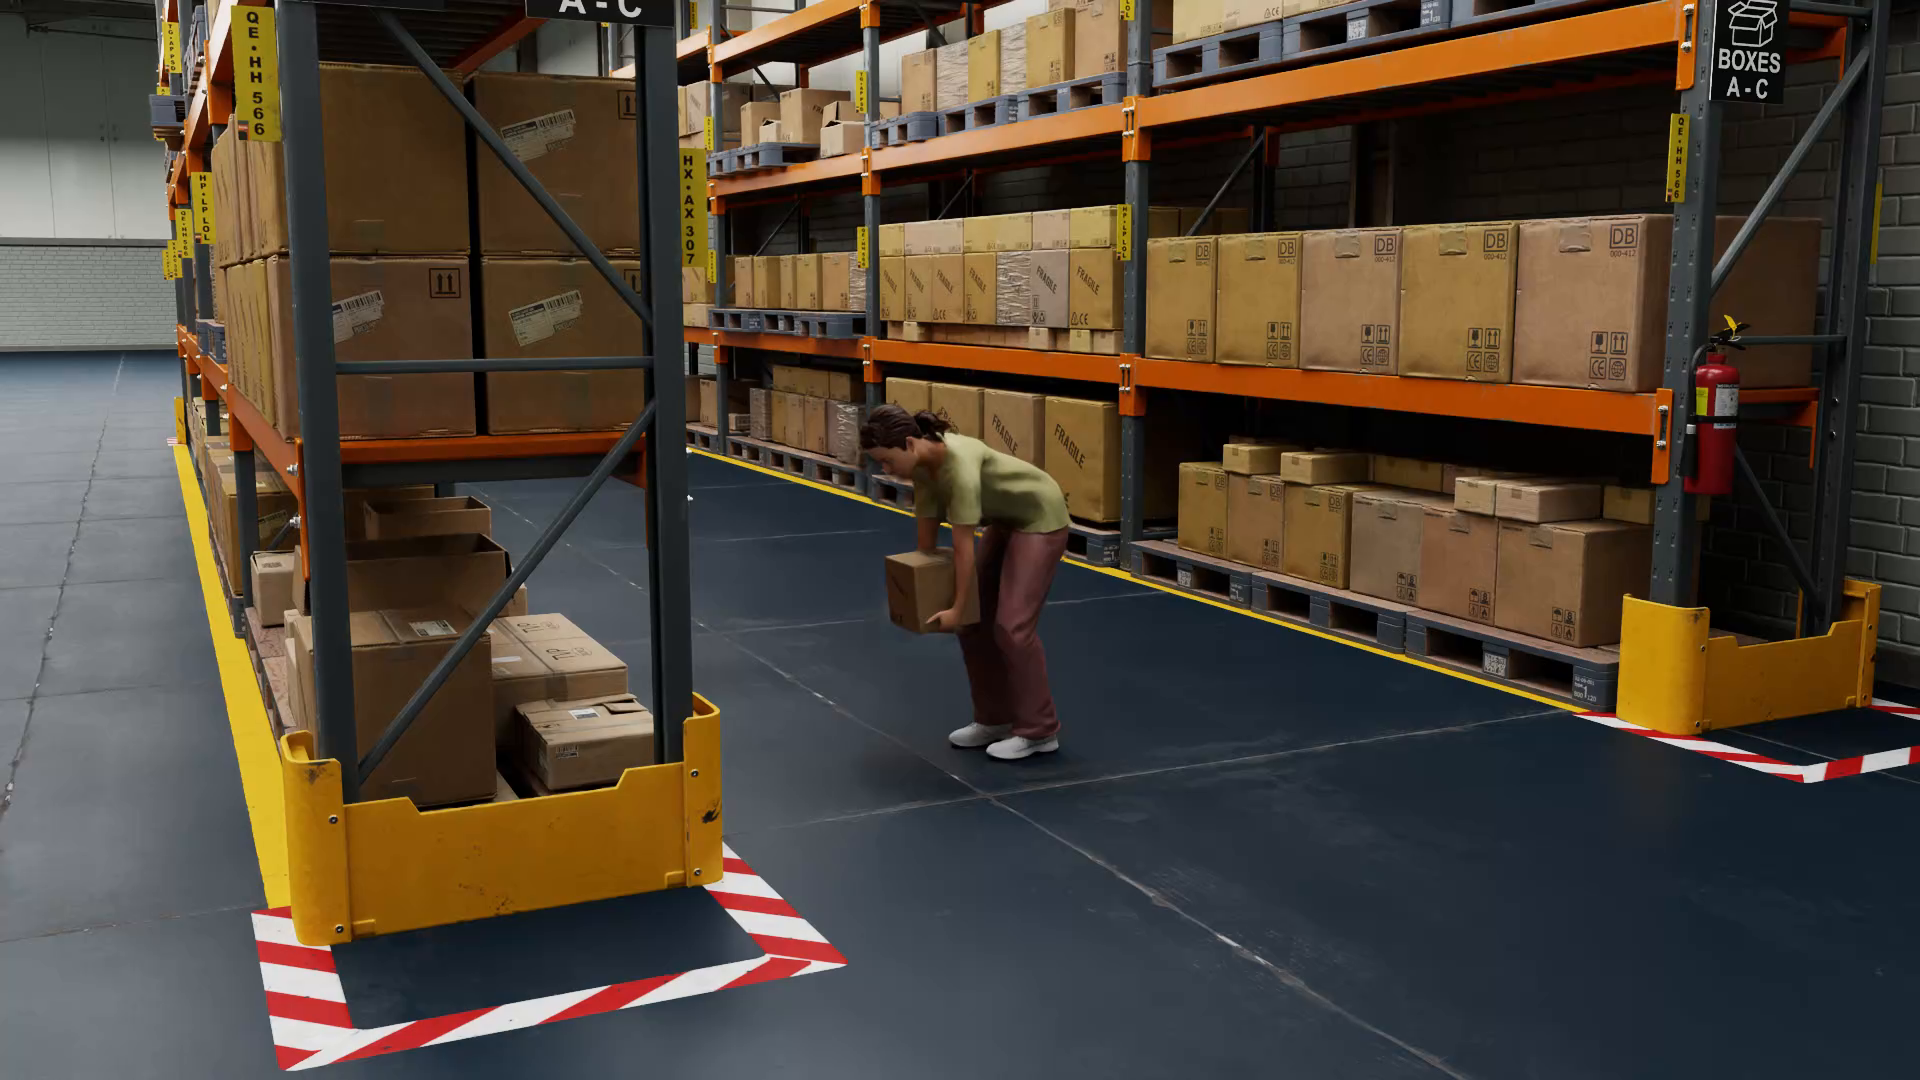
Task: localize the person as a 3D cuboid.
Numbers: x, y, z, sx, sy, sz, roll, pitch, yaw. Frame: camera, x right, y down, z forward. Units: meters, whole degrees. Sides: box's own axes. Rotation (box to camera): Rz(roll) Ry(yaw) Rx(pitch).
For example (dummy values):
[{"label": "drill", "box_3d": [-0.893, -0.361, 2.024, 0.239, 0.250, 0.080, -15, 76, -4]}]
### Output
[{"label": "person", "box_3d": [0.015, 0.151, 6.088, 0.813, 1.311, 0.403, -4, 10, -27]}]
